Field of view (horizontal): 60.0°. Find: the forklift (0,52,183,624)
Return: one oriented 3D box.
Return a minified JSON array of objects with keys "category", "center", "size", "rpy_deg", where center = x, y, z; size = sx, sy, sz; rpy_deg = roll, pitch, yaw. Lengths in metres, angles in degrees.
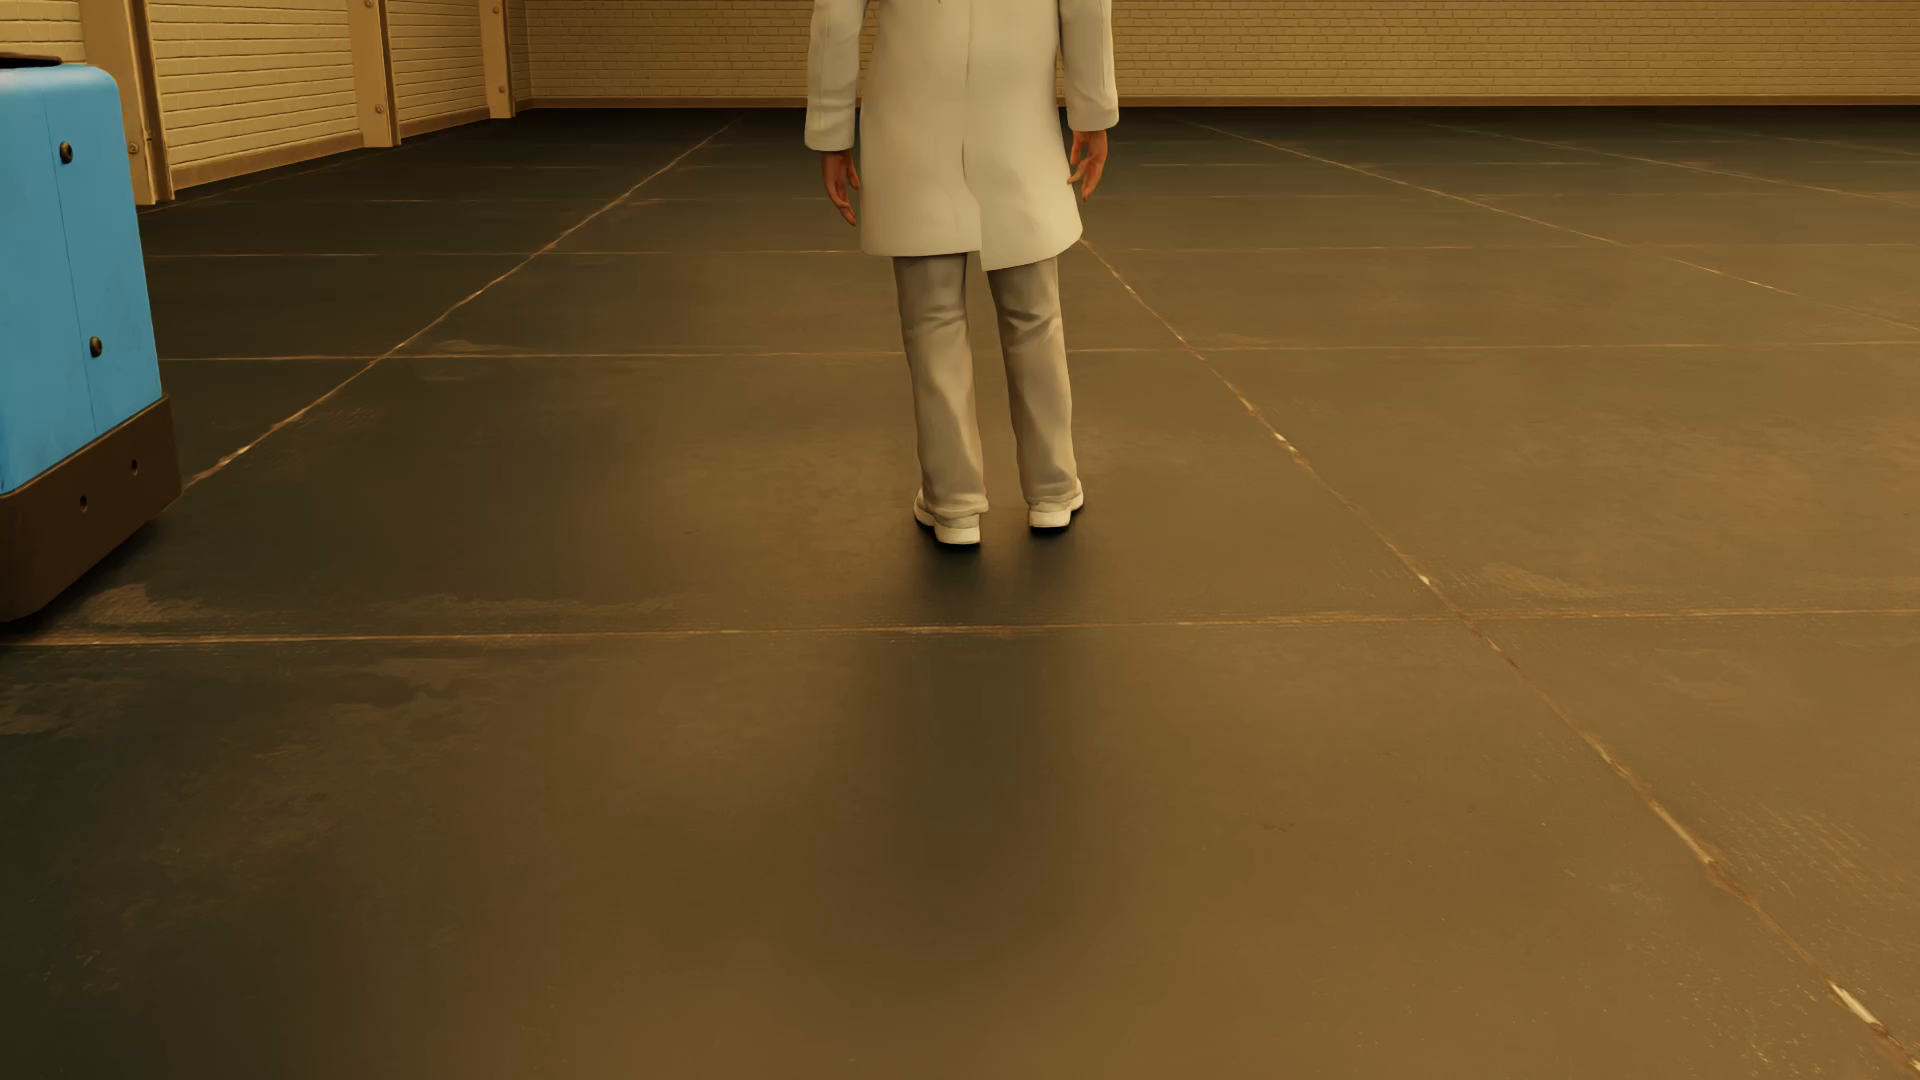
[{"category":"forklift","center":[-3.340,-1.266,3.047],"size":[3.031,2.935,1.130],"rpy_deg":[-2,17,-7]}]

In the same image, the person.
[{"category":"person","center":[0.000,-0.883,3.743],"size":[0.694,1.775,0.581],"rpy_deg":[-1,17,-3]}]
